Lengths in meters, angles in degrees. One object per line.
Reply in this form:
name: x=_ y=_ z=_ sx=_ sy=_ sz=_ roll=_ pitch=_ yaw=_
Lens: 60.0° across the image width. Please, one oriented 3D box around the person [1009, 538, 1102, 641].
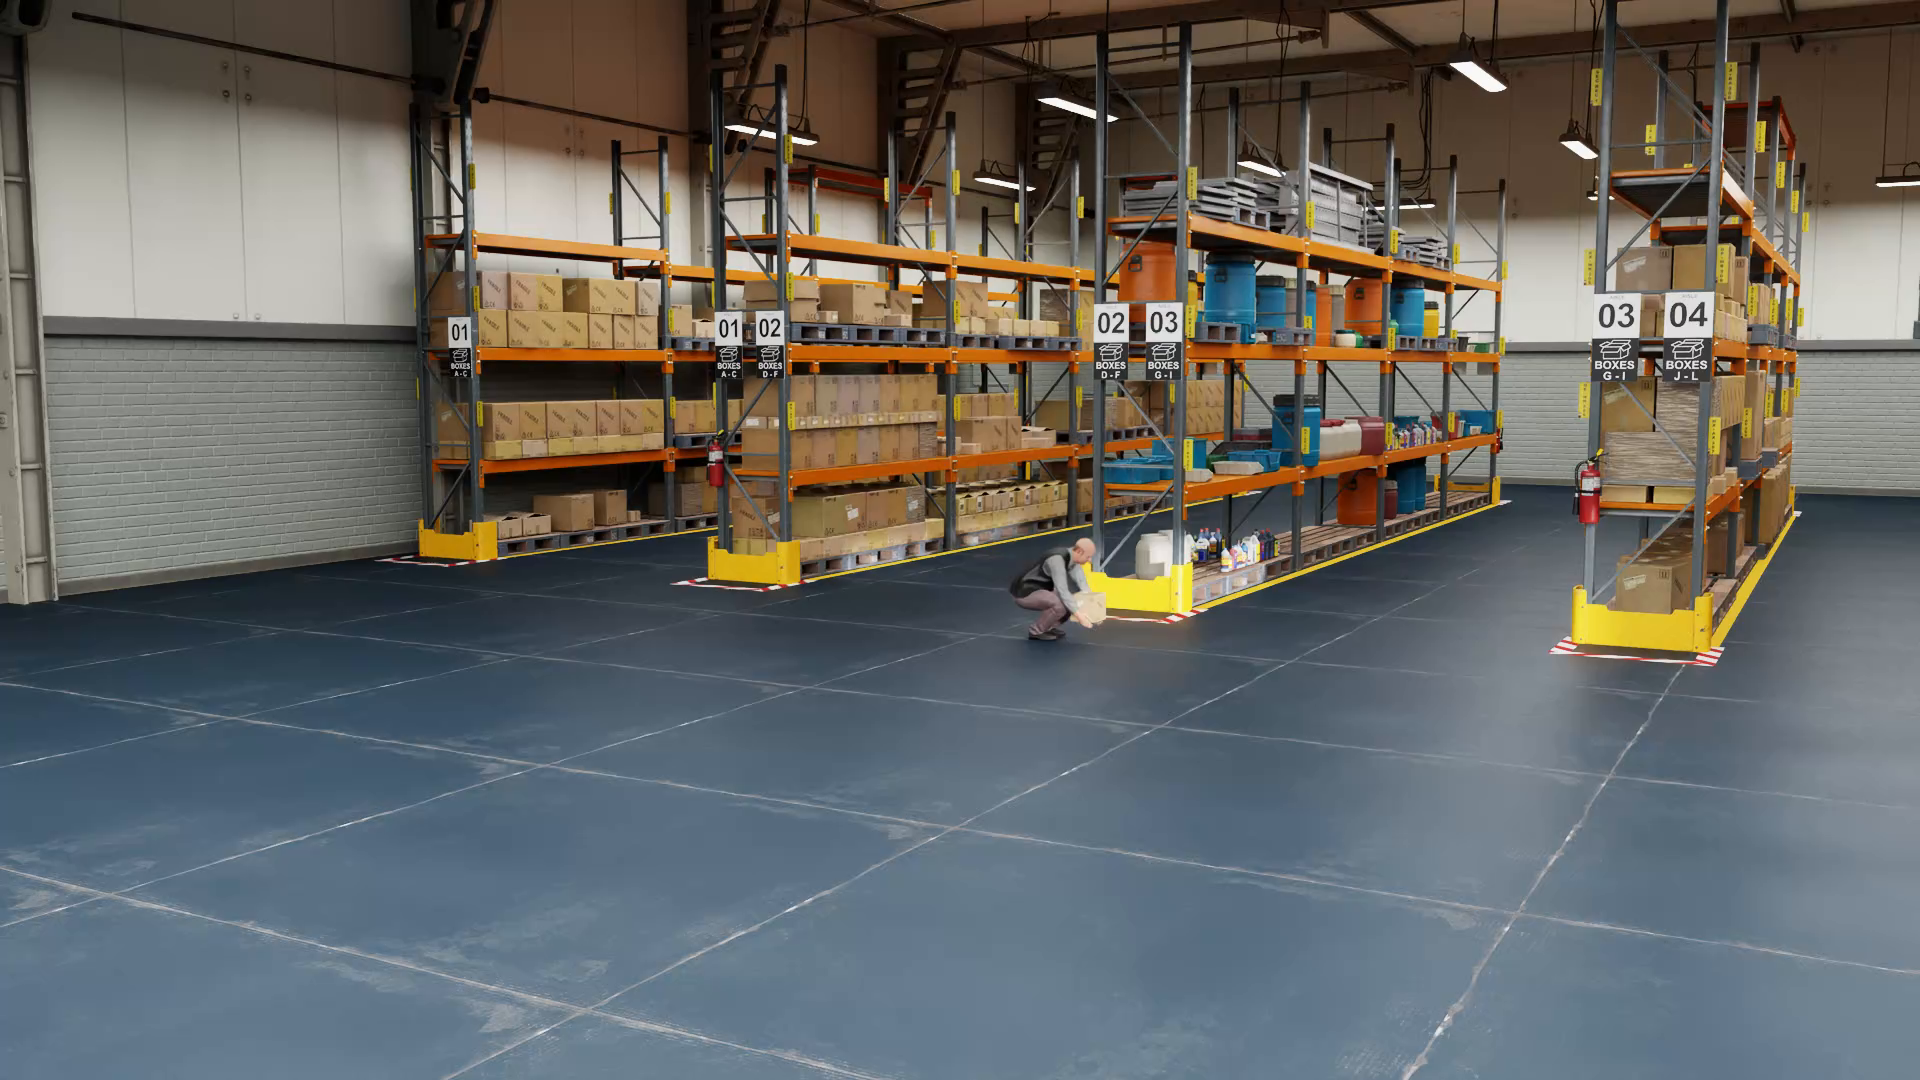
person: x=0.904 y=0.452 z=15.595 sx=0.851 sy=0.967 sz=0.534 roll=3 pitch=7 yaw=29
